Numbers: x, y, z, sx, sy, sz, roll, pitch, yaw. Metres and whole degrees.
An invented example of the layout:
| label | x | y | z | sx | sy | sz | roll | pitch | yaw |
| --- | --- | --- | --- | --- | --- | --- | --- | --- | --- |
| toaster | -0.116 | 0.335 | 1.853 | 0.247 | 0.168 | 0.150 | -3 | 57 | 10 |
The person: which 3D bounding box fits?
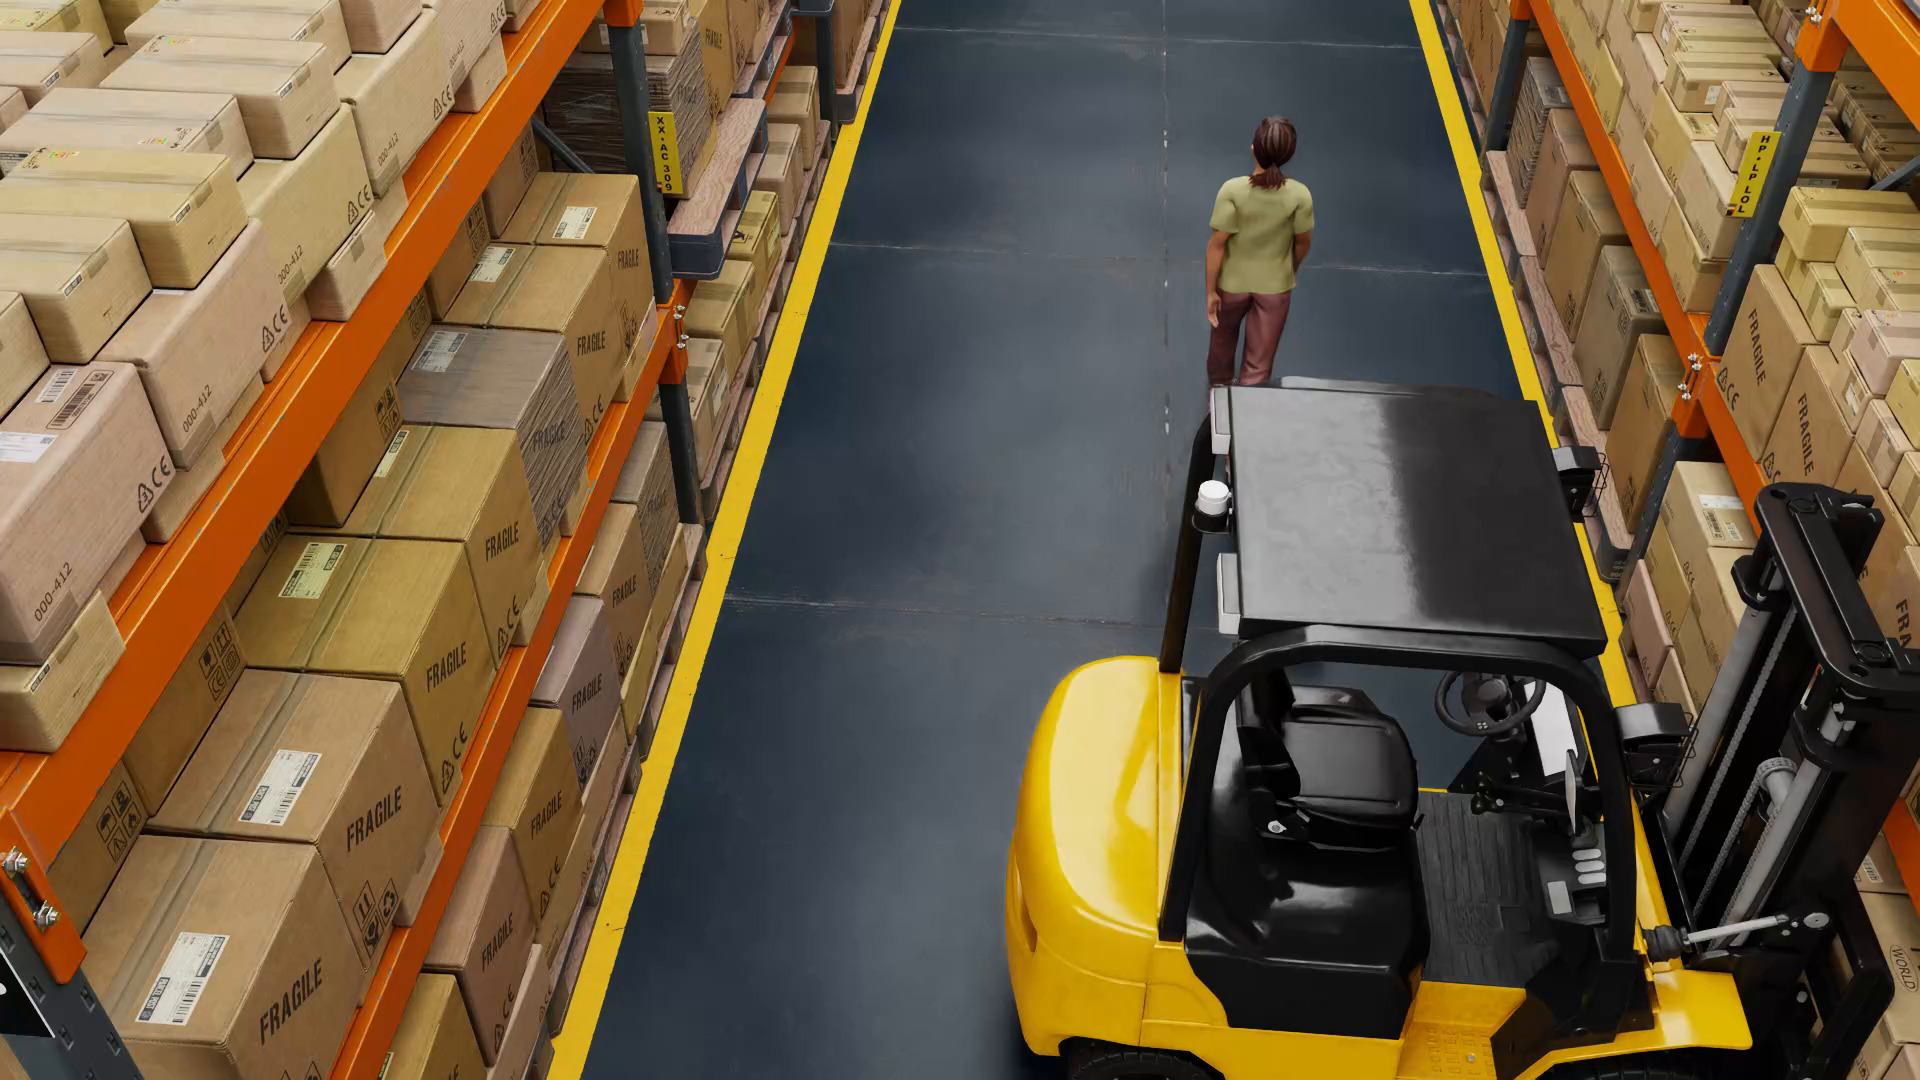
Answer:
| label | x | y | z | sx | sy | sz | roll | pitch | yaw |
| --- | --- | --- | --- | --- | --- | --- | --- | --- | --- |
| person | 1.346 | -1.193 | 7.551 | 0.443 | 1.635 | 0.943 | 10 | 41 | 11 |
